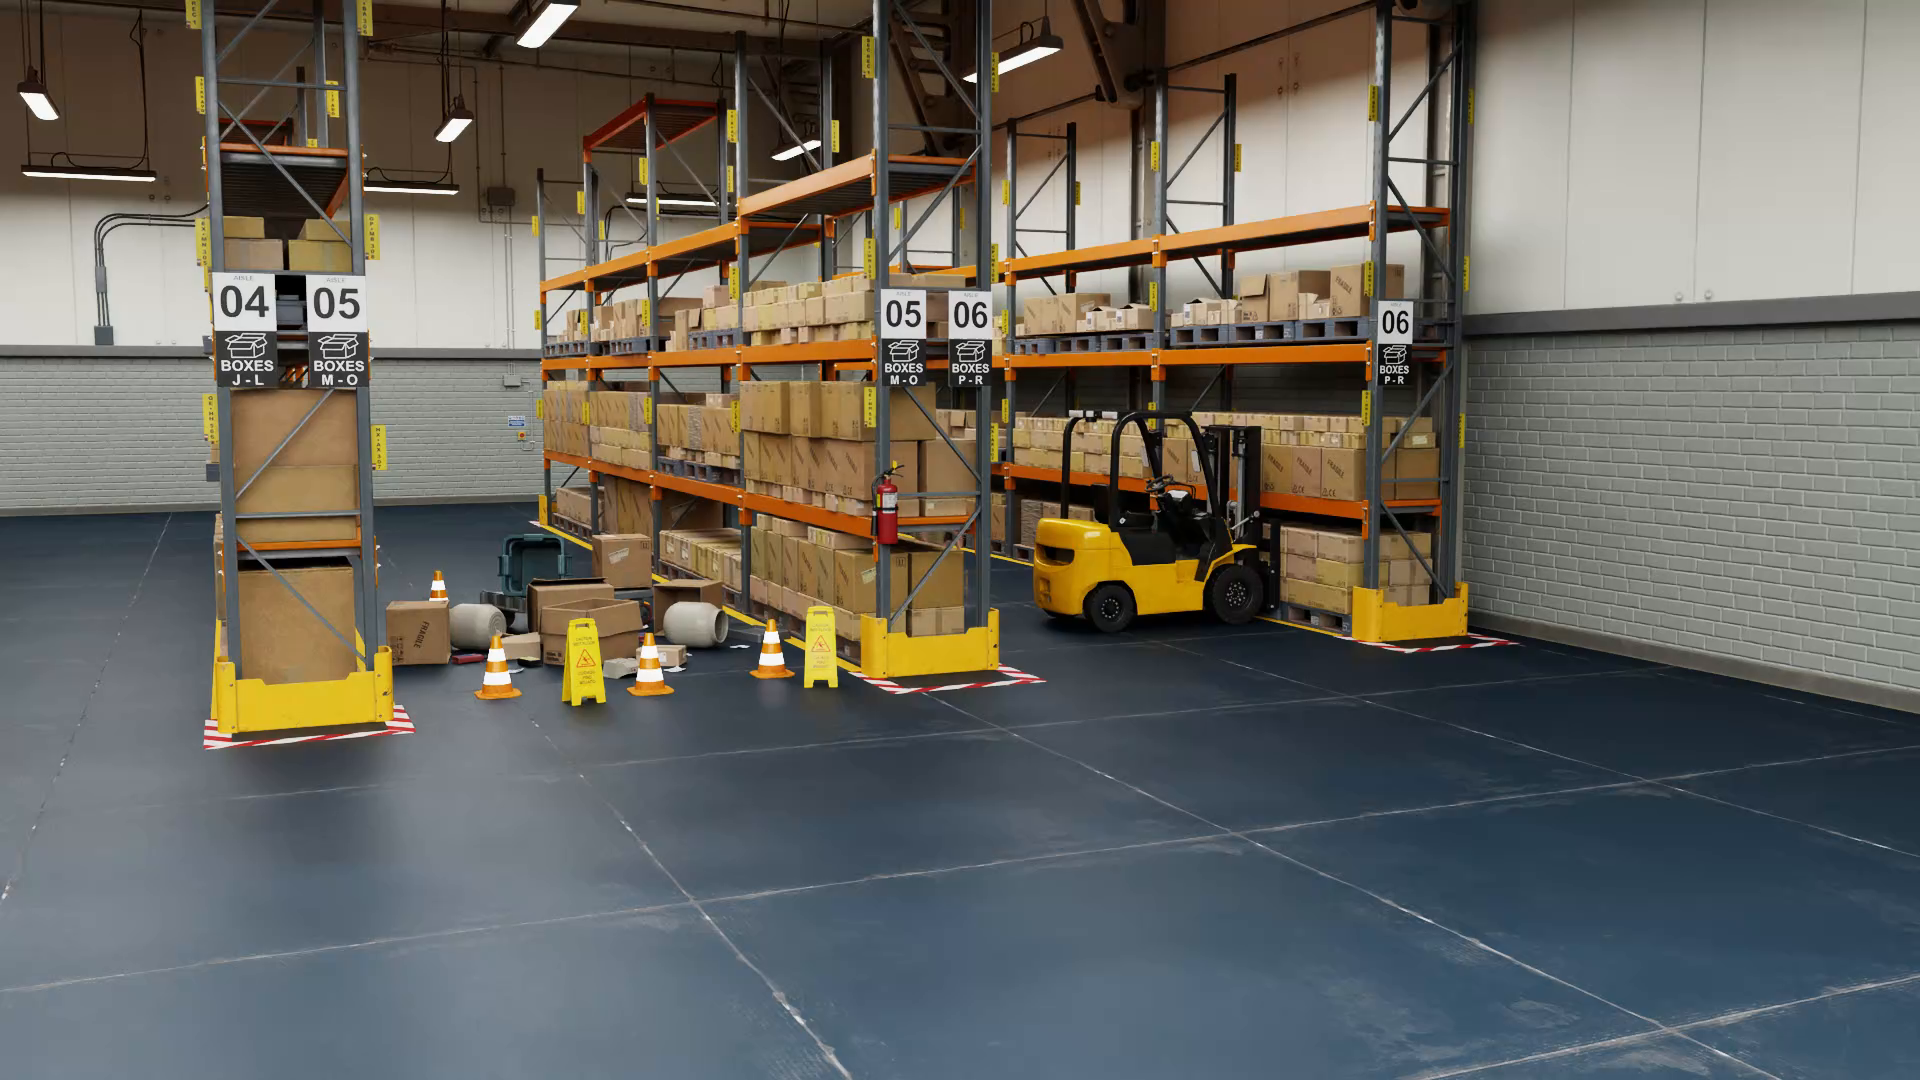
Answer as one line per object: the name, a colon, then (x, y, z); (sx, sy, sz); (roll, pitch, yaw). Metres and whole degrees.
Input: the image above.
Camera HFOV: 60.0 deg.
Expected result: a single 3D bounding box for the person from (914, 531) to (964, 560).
person: (-0.223, 0.097, 17.917); (0.512, 1.307, 0.681); (-2, 6, -24)
